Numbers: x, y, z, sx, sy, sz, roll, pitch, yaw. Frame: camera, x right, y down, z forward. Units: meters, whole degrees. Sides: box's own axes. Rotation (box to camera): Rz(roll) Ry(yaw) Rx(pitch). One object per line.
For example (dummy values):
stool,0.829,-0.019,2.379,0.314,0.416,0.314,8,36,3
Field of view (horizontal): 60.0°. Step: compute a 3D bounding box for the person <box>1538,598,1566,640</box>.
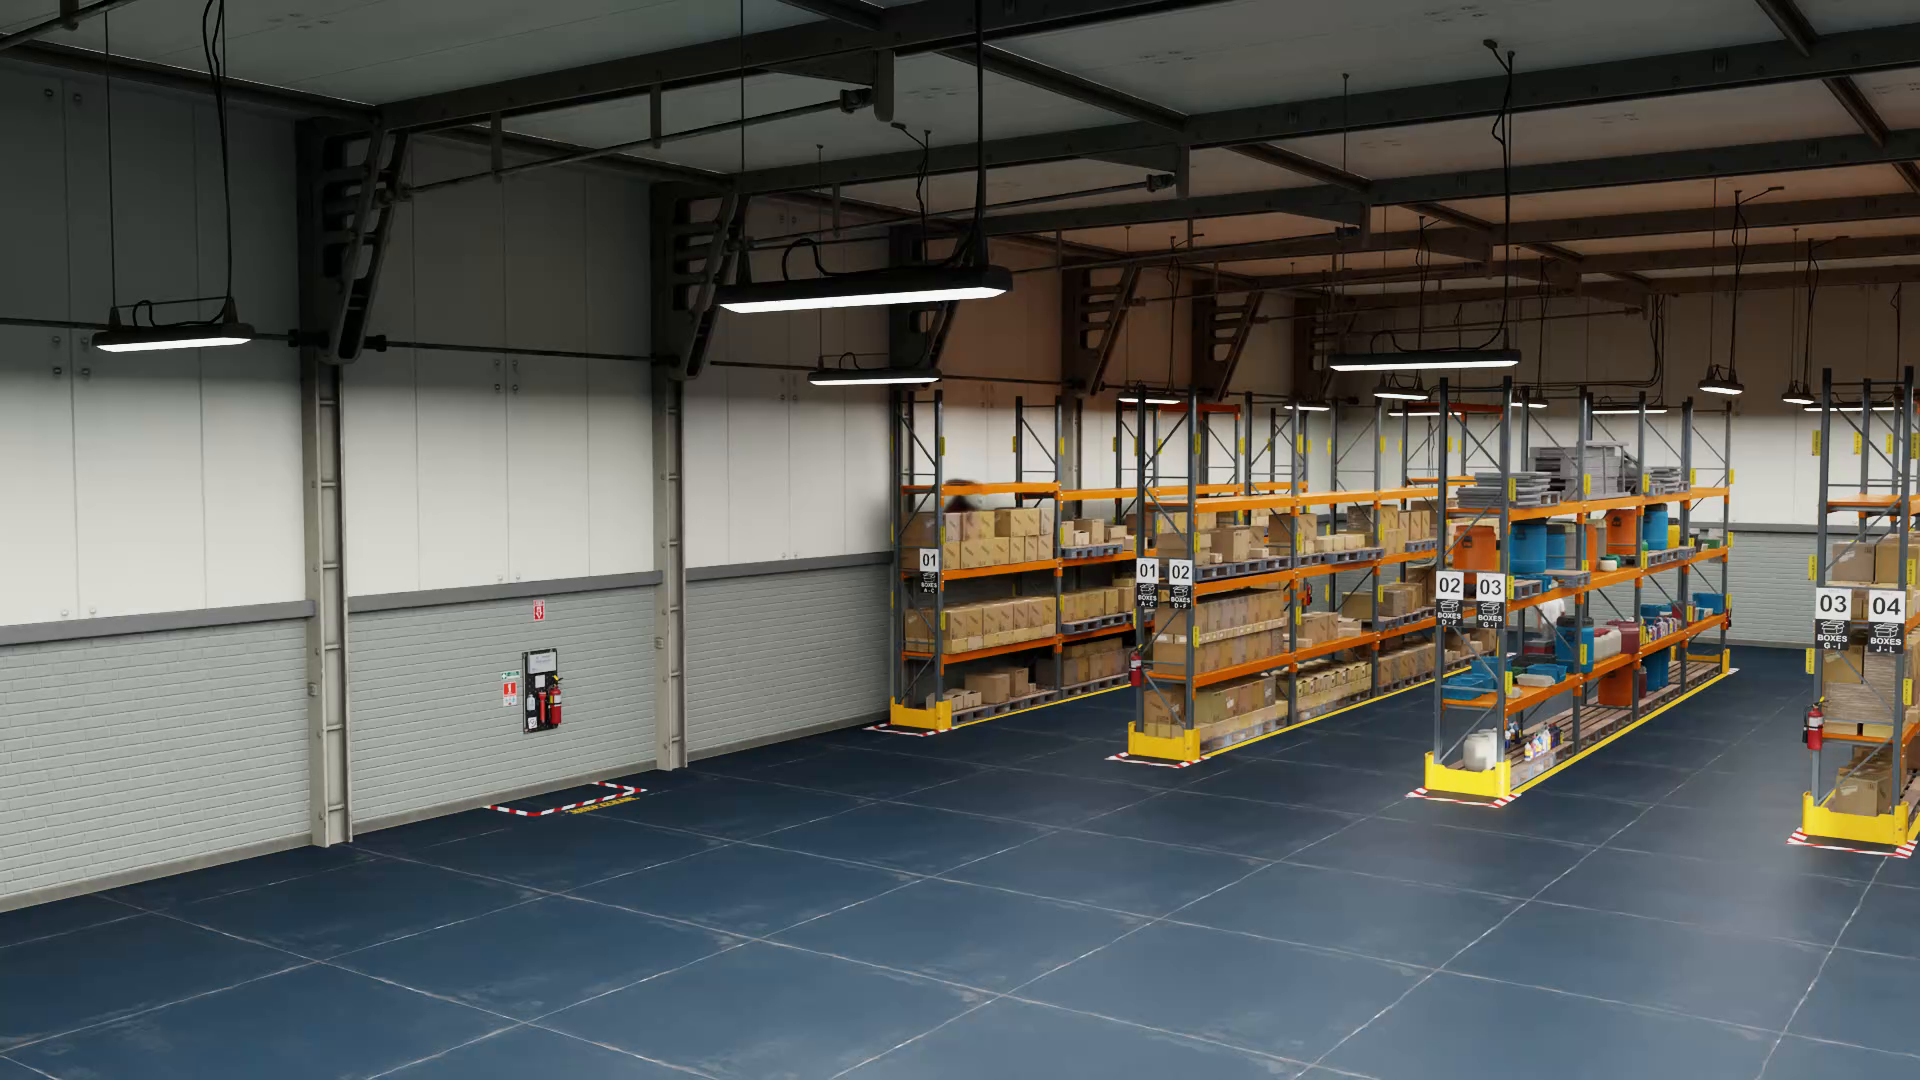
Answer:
person,13.987,1.941,39.287,0.658,1.727,1.006,1,3,13
